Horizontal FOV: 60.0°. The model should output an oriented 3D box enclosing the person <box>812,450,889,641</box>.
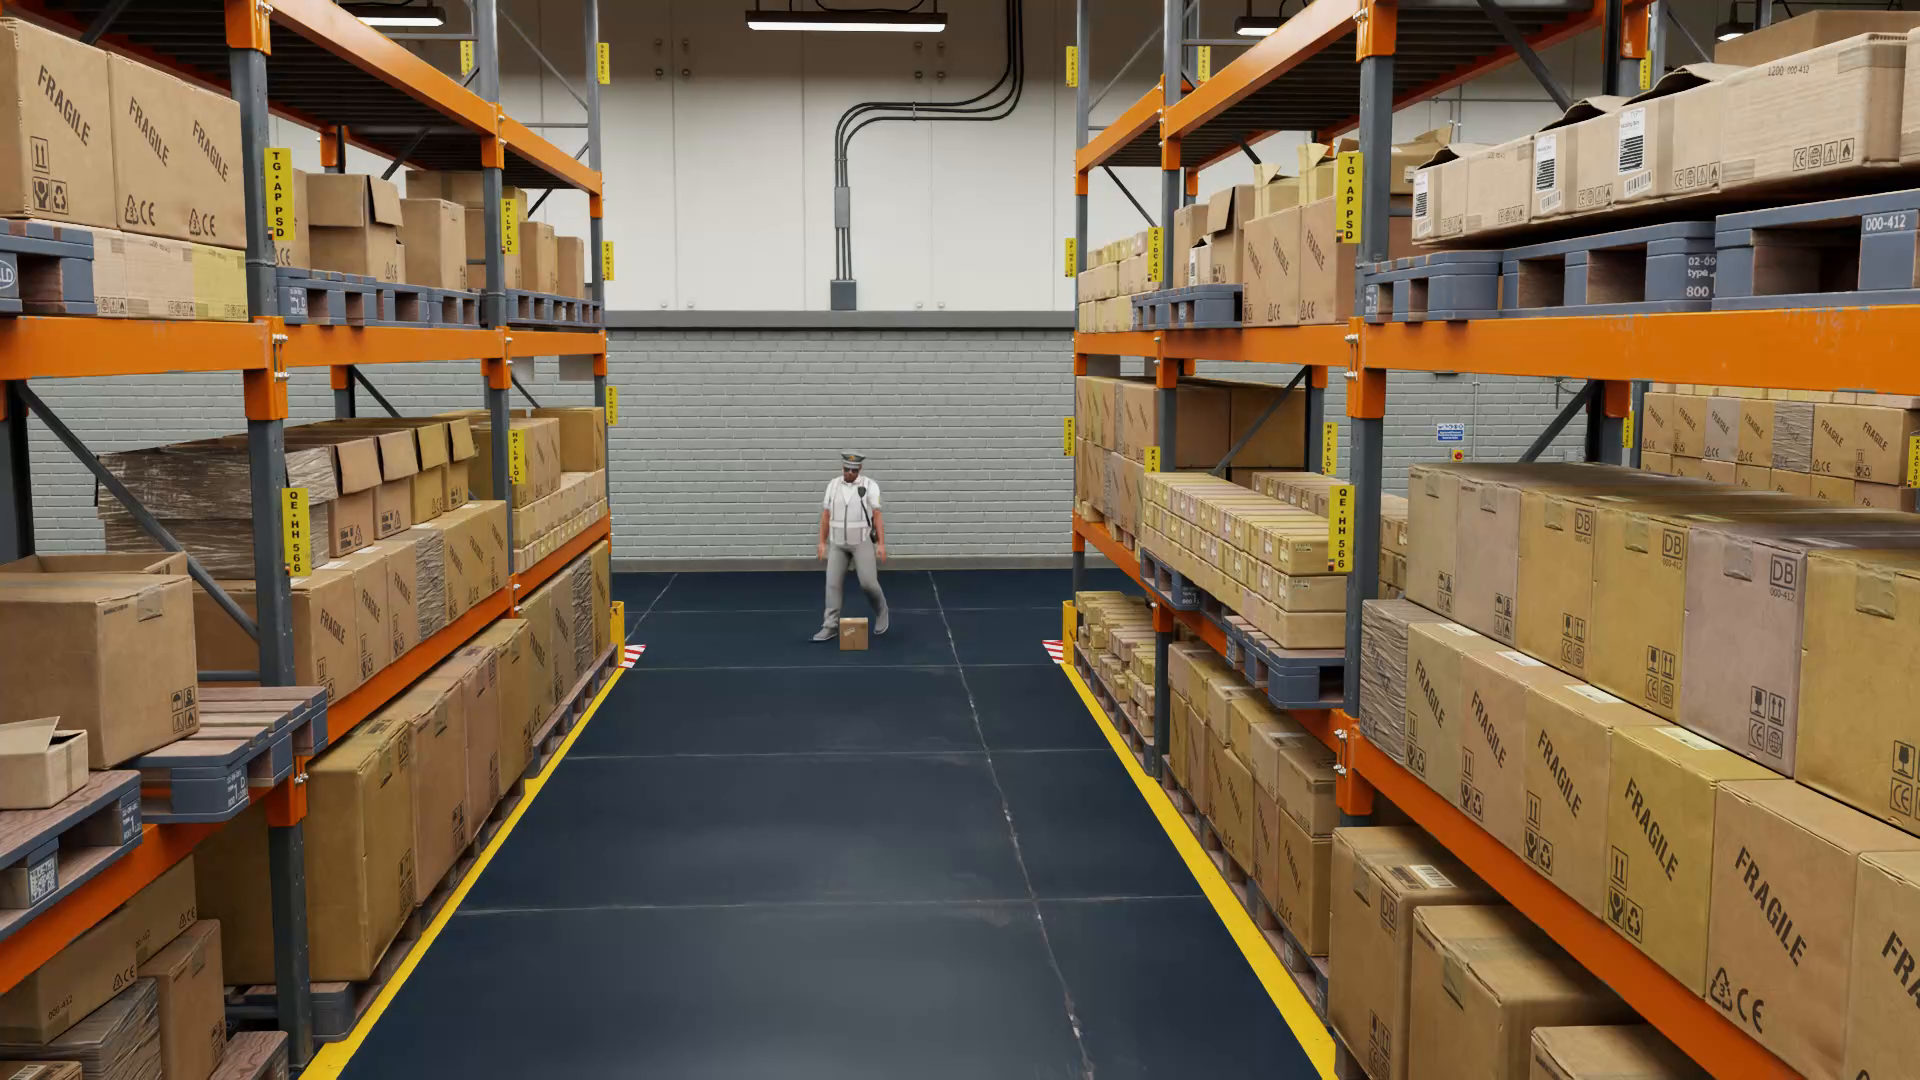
[{"bbox_3d":[-1.013,0.042,15.365,0.658,1.740,0.630,2,7,14],"label":"person"}]
